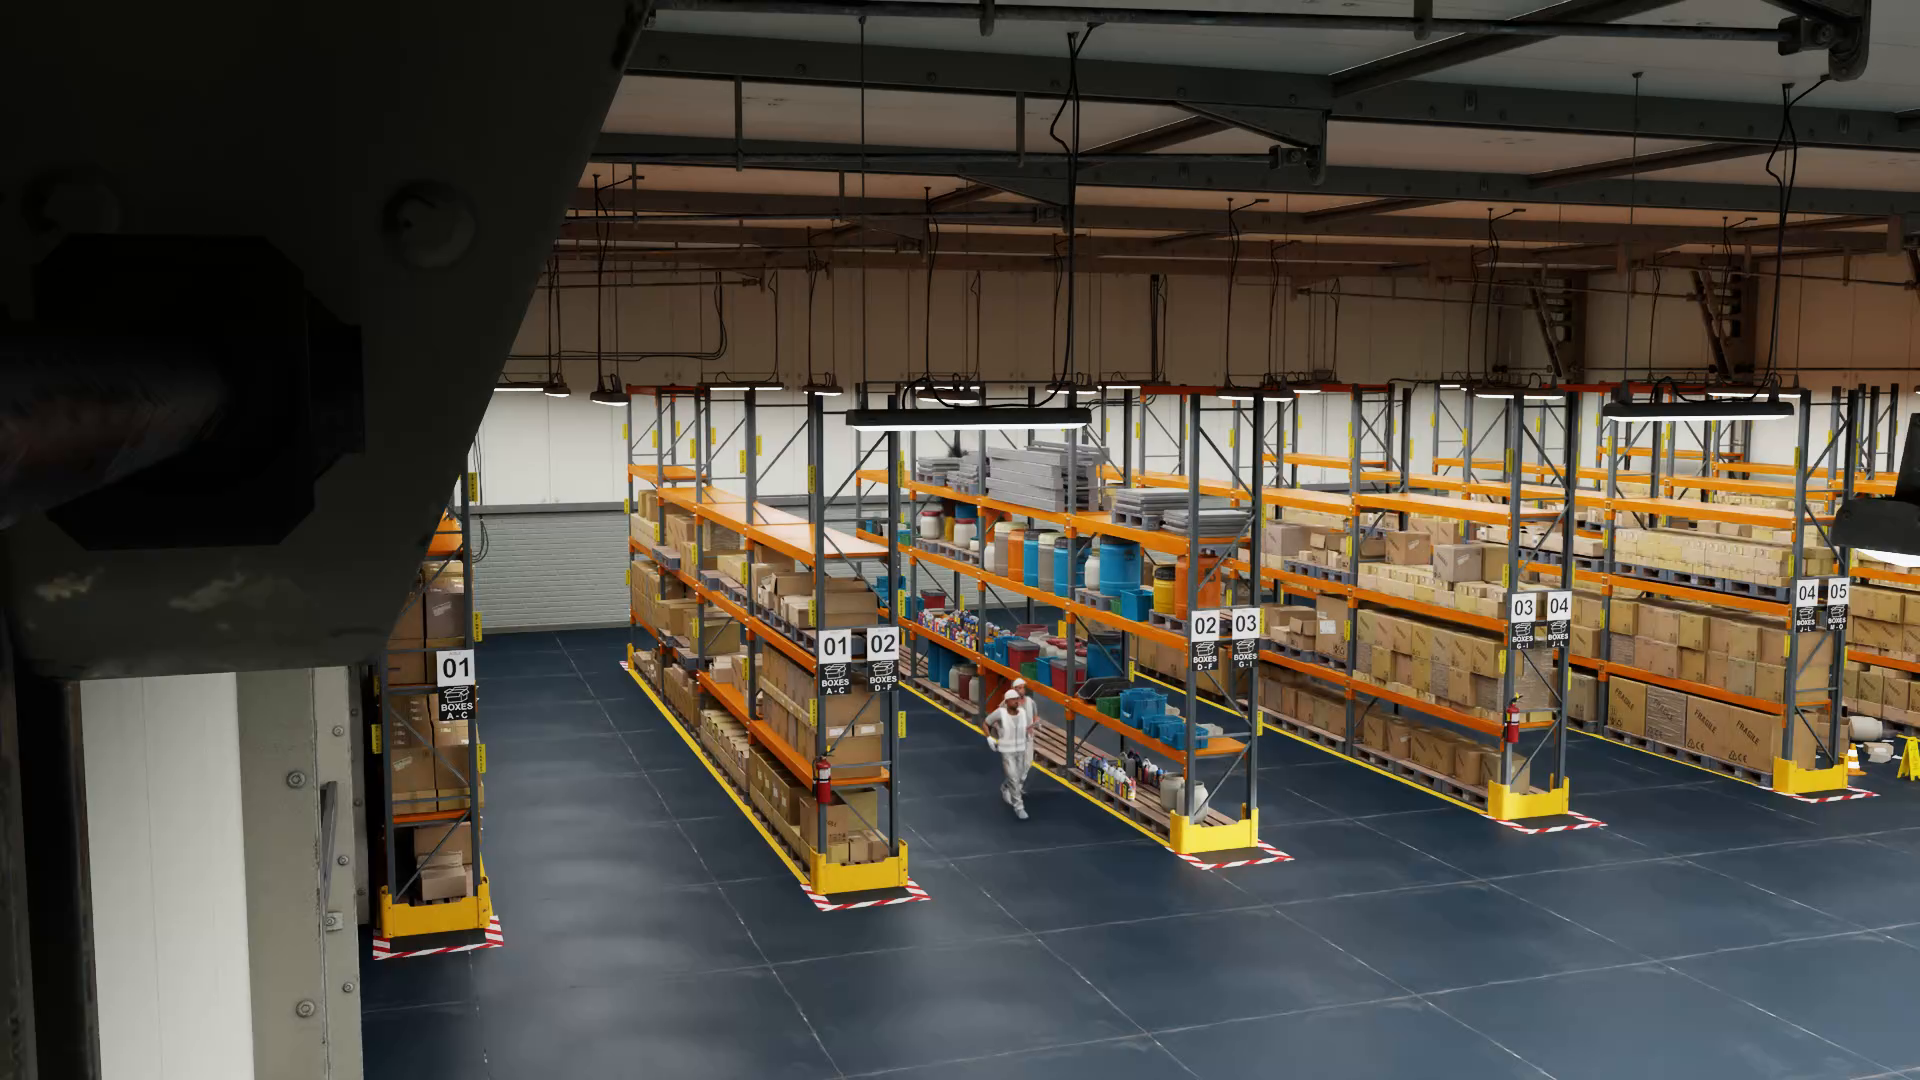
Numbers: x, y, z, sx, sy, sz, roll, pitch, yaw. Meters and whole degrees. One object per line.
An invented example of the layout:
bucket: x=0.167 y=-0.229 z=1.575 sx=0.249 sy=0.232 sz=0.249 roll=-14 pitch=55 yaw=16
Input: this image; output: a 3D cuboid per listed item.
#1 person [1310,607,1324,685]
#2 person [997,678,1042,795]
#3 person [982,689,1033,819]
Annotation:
person: x=7.019 y=2.132 z=32.252 sx=0.652 sy=1.743 sz=0.602 roll=-2 pitch=6 yaw=-21
person: x=0.905 y=2.920 z=24.571 sx=0.647 sy=1.740 sz=0.588 roll=-3 pitch=6 yaw=-23
person: x=0.742 y=2.994 z=23.609 sx=0.709 sy=1.750 sz=1.013 roll=-3 pitch=7 yaw=-27
